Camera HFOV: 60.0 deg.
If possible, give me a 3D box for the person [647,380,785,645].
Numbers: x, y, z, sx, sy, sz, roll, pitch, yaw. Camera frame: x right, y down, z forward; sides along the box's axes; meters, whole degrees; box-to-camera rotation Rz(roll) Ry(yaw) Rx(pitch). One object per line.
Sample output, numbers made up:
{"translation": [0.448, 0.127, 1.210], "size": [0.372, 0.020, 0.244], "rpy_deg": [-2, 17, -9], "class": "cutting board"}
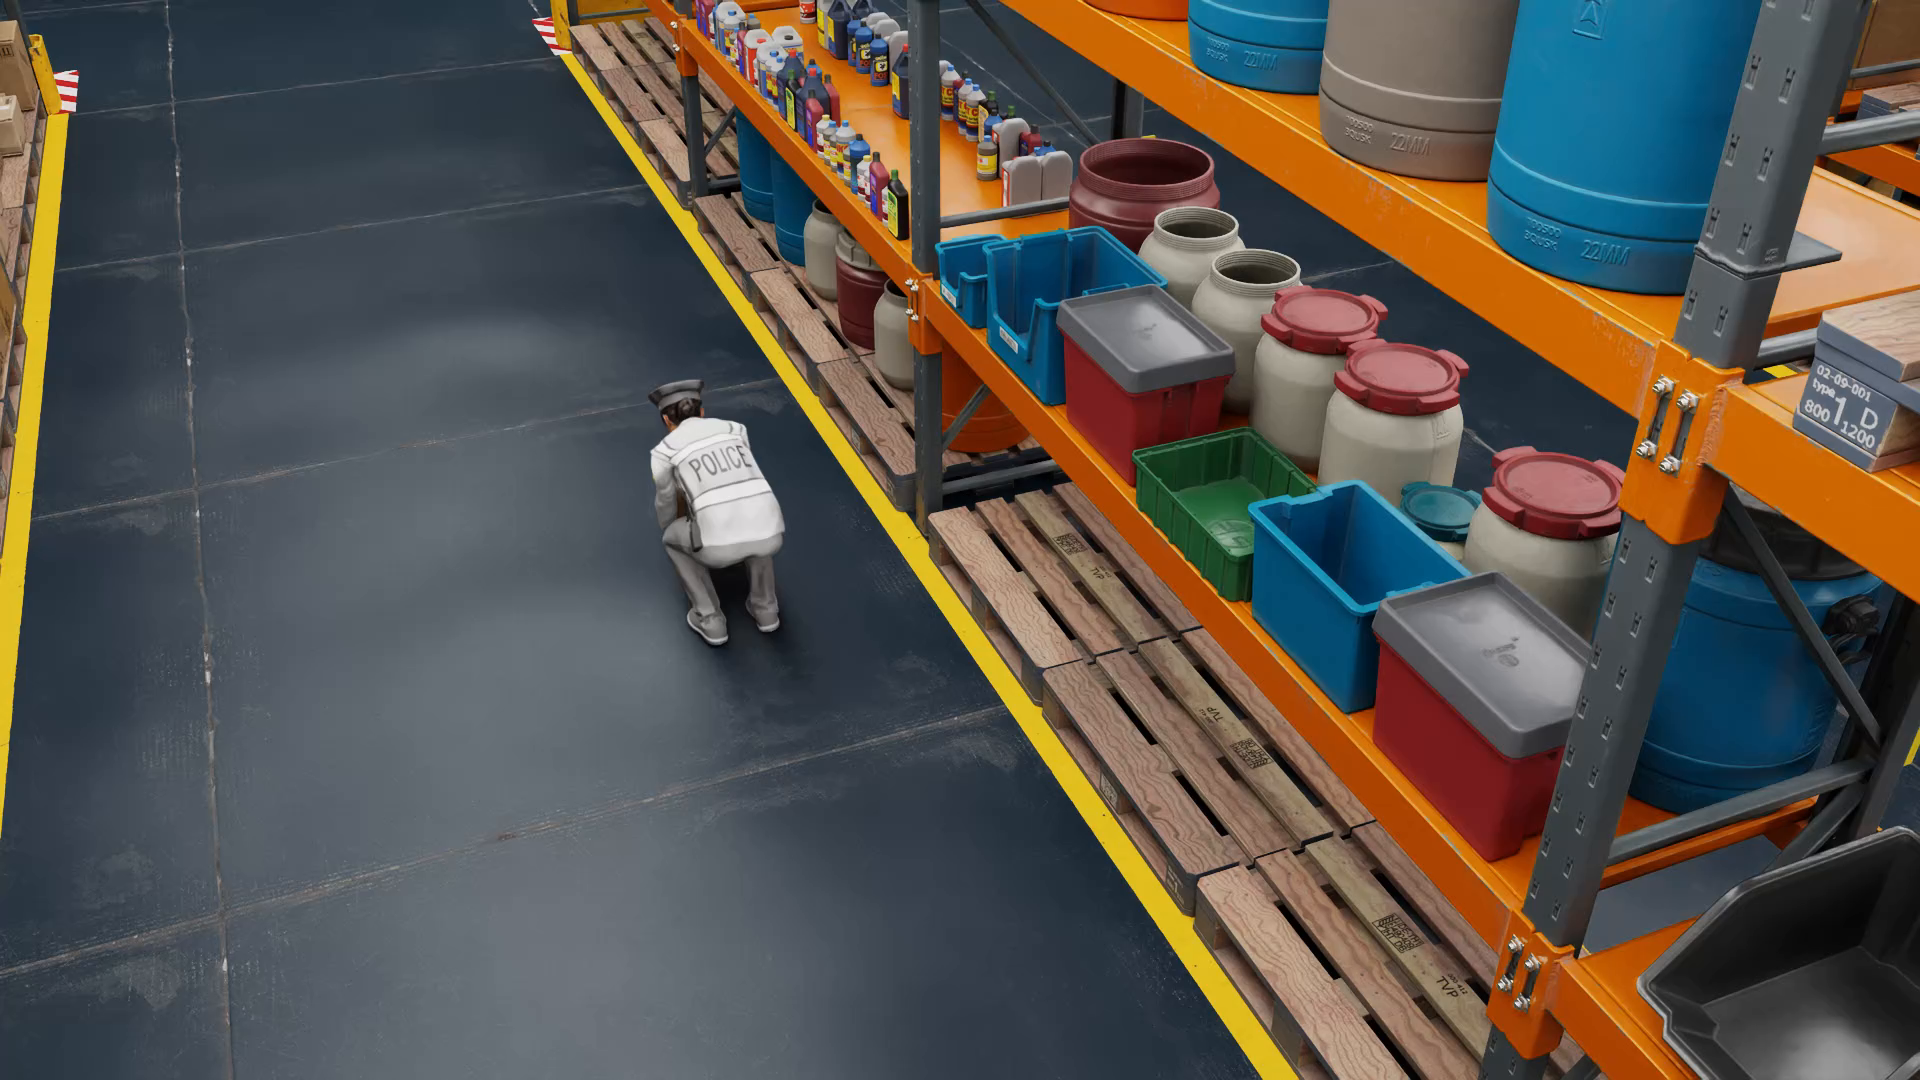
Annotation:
{"translation": [-1.021, -0.124, 6.955], "size": [0.458, 0.983, 0.876], "rpy_deg": [-14, 36, -20], "class": "person"}
